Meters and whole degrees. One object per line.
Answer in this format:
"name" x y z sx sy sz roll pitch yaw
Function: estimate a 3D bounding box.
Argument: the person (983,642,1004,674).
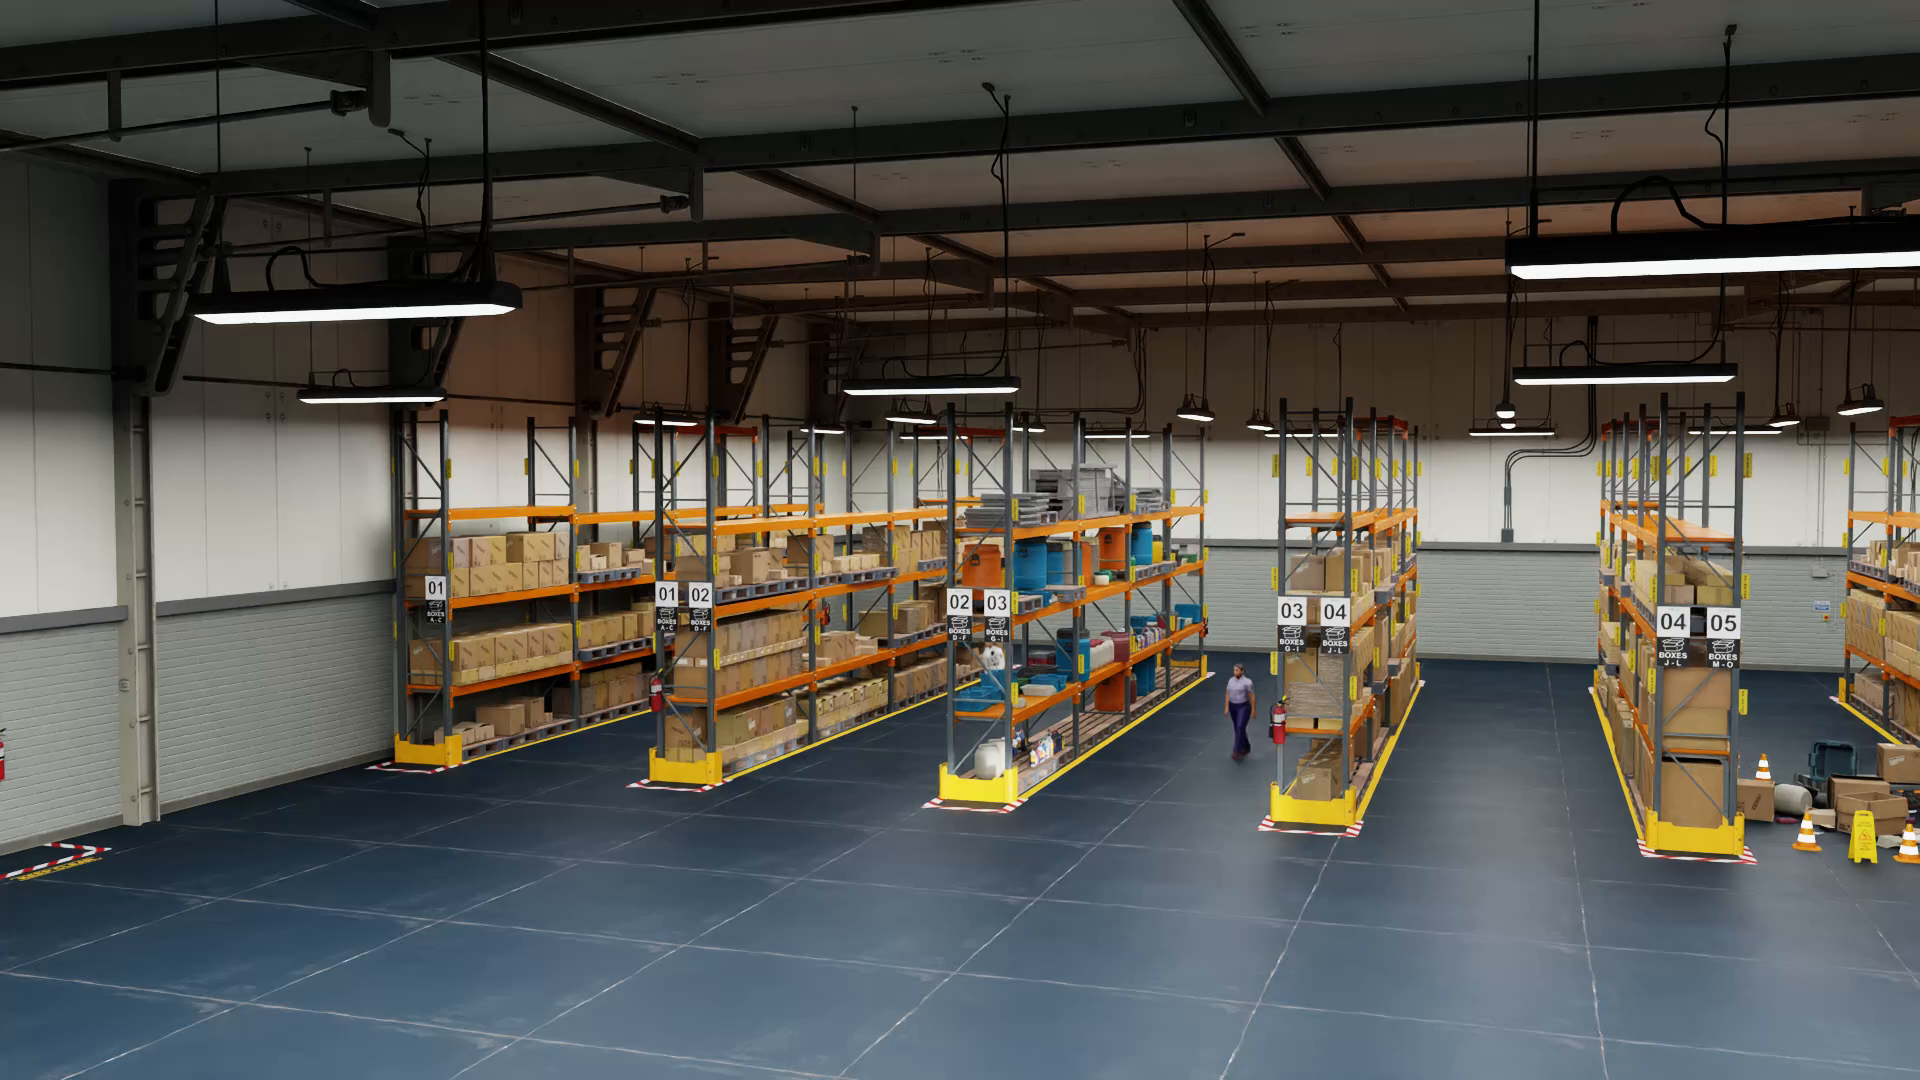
"person" 0.715 2.738 33.860 0.549 1.644 0.558 2 3 39

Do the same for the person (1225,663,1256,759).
"person" 4.806 2.940 28.769 0.892 1.609 0.552 -2 3 -44
